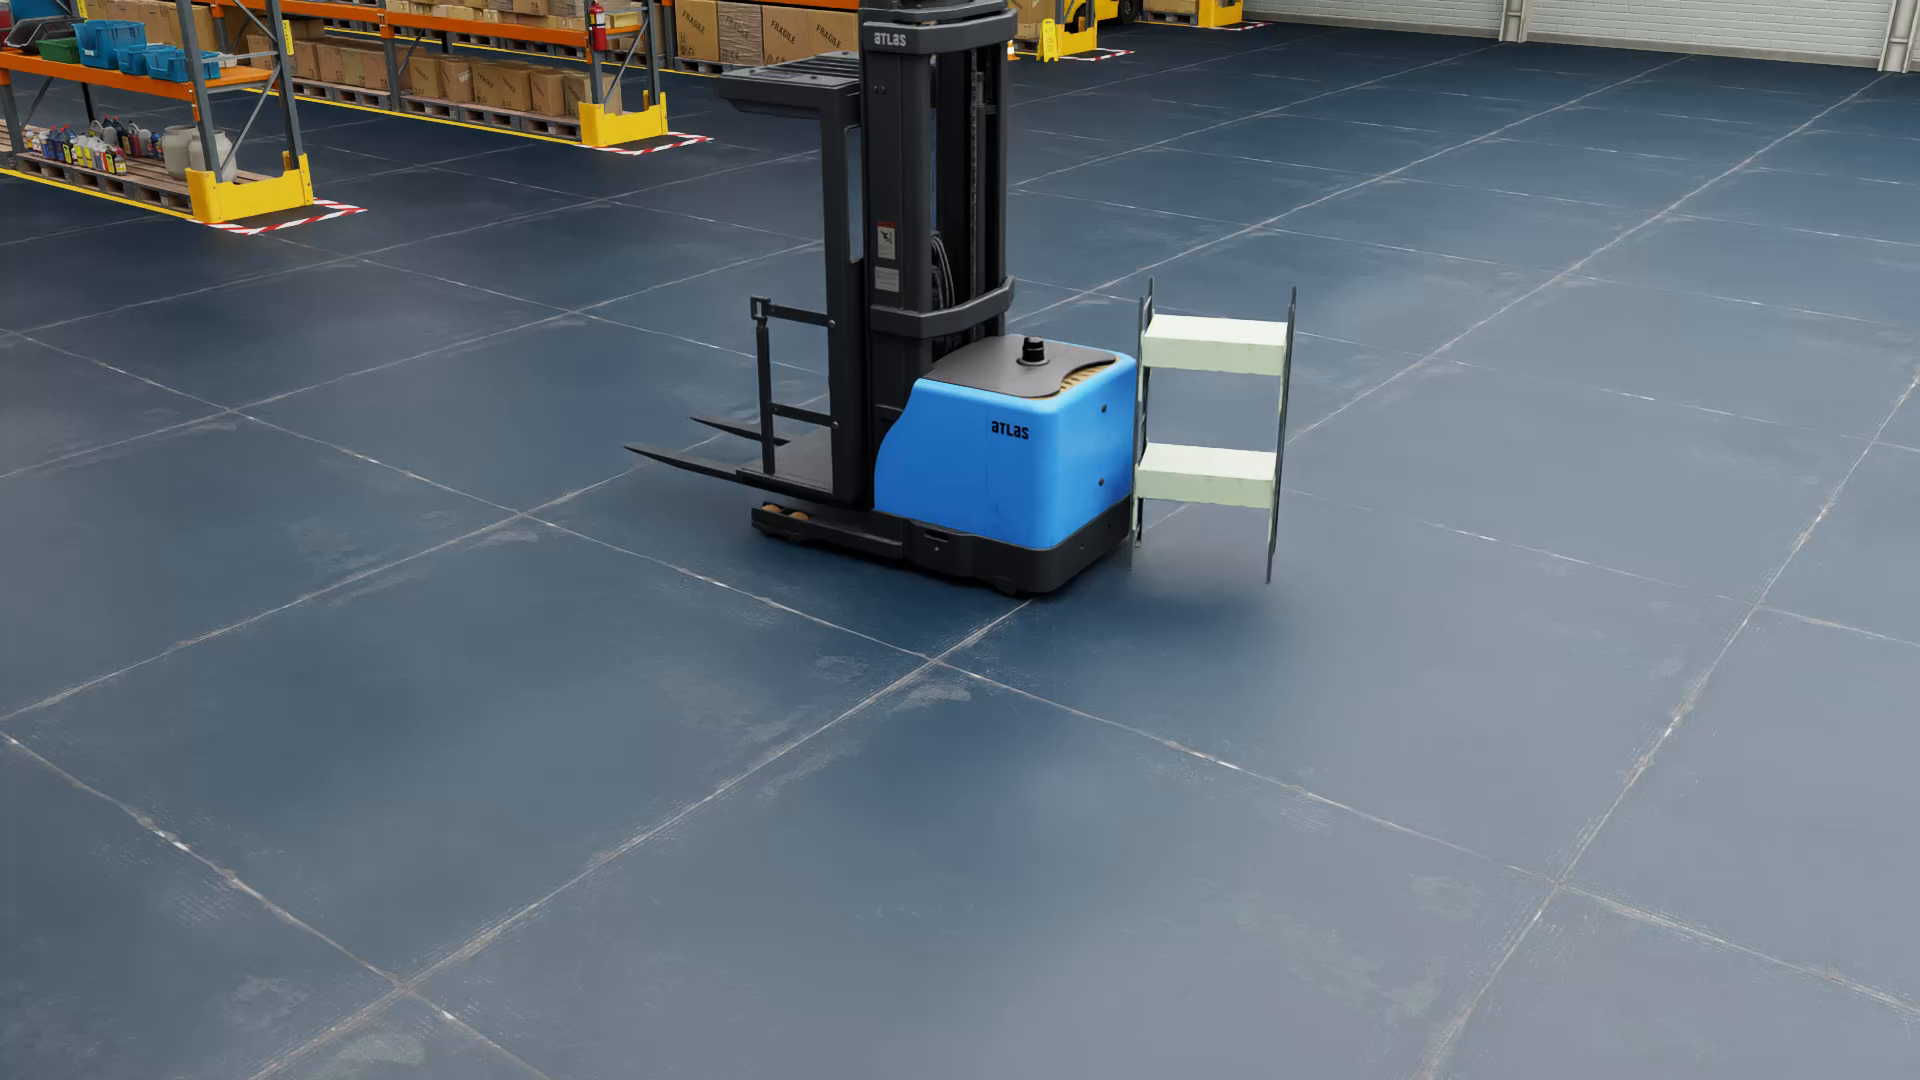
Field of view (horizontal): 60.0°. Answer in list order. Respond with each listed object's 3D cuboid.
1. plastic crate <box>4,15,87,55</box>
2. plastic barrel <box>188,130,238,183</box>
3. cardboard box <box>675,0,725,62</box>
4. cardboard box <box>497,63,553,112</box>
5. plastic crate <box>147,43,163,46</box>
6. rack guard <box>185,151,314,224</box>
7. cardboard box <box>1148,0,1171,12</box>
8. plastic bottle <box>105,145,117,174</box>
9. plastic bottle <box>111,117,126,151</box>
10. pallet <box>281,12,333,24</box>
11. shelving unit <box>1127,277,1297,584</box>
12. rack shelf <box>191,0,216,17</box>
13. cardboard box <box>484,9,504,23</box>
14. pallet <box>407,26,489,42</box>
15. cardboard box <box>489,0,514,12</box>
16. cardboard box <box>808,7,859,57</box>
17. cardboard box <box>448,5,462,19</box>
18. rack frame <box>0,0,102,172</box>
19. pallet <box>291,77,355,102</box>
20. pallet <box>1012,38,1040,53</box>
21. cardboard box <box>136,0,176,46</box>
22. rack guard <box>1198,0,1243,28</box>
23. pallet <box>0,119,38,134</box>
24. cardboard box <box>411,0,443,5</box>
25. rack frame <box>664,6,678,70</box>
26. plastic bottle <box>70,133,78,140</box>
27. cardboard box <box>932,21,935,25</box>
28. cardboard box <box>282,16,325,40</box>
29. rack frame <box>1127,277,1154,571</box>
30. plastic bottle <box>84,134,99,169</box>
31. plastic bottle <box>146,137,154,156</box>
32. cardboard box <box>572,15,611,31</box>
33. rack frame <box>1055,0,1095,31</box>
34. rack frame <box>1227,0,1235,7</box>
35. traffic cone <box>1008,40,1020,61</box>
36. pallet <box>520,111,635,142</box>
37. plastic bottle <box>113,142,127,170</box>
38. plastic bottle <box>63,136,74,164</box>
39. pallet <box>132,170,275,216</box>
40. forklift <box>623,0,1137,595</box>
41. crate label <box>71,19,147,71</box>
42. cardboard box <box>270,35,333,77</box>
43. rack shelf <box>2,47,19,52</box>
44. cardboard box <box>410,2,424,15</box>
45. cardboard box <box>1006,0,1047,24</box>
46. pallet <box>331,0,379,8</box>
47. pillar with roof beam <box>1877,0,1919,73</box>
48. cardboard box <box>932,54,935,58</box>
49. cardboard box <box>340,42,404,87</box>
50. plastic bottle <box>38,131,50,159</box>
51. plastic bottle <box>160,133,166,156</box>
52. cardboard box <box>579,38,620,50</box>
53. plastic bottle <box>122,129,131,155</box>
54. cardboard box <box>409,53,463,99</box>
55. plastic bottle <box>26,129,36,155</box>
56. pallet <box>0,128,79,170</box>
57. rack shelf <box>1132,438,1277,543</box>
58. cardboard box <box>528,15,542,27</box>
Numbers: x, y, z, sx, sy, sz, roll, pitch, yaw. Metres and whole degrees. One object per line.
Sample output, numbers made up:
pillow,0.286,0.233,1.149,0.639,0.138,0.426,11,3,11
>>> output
plastic crate,-9.878,-5.459,17.996,0.504,0.338,0.767,17,29,33
plastic barrel,-7.592,-3.876,16.891,0.421,0.512,0.421,0,24,0
cardboard box,-3.733,-7.874,25.515,0.875,0.875,0.875,17,29,34
cardboard box,-5.527,-5.781,21.230,0.500,0.500,0.500,20,31,38
plastic crate,-8.769,-5.223,17.711,0.437,0.136,0.530,17,29,33
rack guard,-7.108,-3.547,16.680,0.348,0.500,1.175,17,29,33
cardboard box,3.911,-10.154,31.465,0.500,0.250,0.500,17,29,33
plastic bottle,-8.856,-3.971,17.365,0.133,0.283,0.061,18,29,35
plastic bottle,-9.378,-4.535,18.561,0.185,0.351,0.144,15,28,31
pallet,-12.135,-9.933,31.532,1.213,0.211,1.003,17,29,33
shelving unit,1.306,-0.567,8.678,0.755,1.500,0.431,5,24,12
rack shelf,-12.051,-8.374,25.429,4.000,0.370,1.077,17,29,33
cardboard box,-5.664,-6.502,20.598,0.250,0.149,0.380,17,29,33
pallet,-8.991,-9.004,29.425,1.213,0.211,1.003,17,29,33
cardboard box,-5.319,-6.826,20.530,0.500,0.500,0.875,17,29,33
cardboard box,-1.576,-7.224,24.039,0.875,0.875,0.875,17,29,34
cardboard box,-6.243,-6.694,21.035,0.250,0.149,0.380,17,29,33
rack frame,-10.220,-5.655,18.364,0.127,3.000,1.000,17,29,33
pallet,-8.854,-6.459,23.648,1.213,0.211,1.003,17,29,33
pallet,1.205,-8.433,28.128,1.213,0.211,1.003,17,29,33
cardboard box,-11.699,-7.832,25.419,0.875,0.875,1.225,17,29,33
rack guard,4.888,-9.935,31.180,0.348,0.500,1.175,17,29,33
pallet,-11.852,-4.851,19.998,1.213,0.211,1.003,17,29,33
cardboard box,-6.548,-7.174,21.318,0.500,0.500,0.875,17,29,33
rack frame,-4.194,-8.829,25.567,0.127,3.000,1.000,17,29,33
plastic bottle,-9.635,-4.282,18.087,0.097,0.271,0.097,0,24,0
cardboard box,-0.136,-8.901,28.622,0.500,0.250,0.500,16,29,33
cardboard box,-9.466,-7.343,23.821,0.500,0.250,0.500,21,31,39
rack frame,0.950,-0.601,8.755,0.023,1.500,0.400,5,24,12
plastic bottle,-9.183,-4.121,17.623,0.185,0.351,0.144,18,30,35
plastic bottle,-8.881,-4.328,18.277,0.097,0.201,0.097,0,24,0
cardboard box,-4.401,-6.173,19.851,0.250,0.149,0.380,17,29,33
rack frame,1.895,-9.483,27.052,0.127,3.000,1.000,17,29,33
rack frame,4.869,-11.085,30.689,0.127,3.000,1.000,17,29,33
traffic cone,0.777,-8.010,26.855,0.334,0.463,0.336,17,29,33
pallet,-4.739,-5.236,20.871,1.213,0.211,1.003,17,29,33
plastic bottle,-8.874,-4.053,17.551,0.133,0.283,0.061,17,29,33
plastic bottle,-9.565,-4.185,17.851,0.133,0.283,0.061,18,30,36
pallet,-7.755,-3.613,17.188,1.213,0.211,1.003,17,29,33
forklift,-0.566,-1.493,9.003,3.031,2.935,1.130,14,28,29
crate label,-8.654,-5.061,16.973,0.616,0.435,0.502,17,29,33
cardboard box,-9.451,-6.992,23.953,0.500,0.500,0.700,14,27,29
rack shelf,-11.821,-5.809,19.607,4.000,0.370,1.077,17,29,33
cardboard box,-6.849,-6.873,21.439,0.250,0.149,0.380,17,29,33
cardboard box,1.097,-8.869,27.619,0.500,0.500,0.500,17,29,34
pallet,-7.774,-7.397,22.555,1.213,0.211,1.003,17,29,33
pillar with roof beam,11.872,-9.999,20.783,0.400,9.000,9.100,17,29,33
cardboard box,-0.365,-7.843,26.867,0.380,0.149,0.250,-10,26,-21
cardboard box,-8.098,-6.587,23.034,0.500,0.500,0.700,17,29,33
plastic bottle,-9.953,-4.322,18.171,0.135,0.276,0.152,18,30,35
plastic bottle,-8.638,-4.286,18.096,0.097,0.271,0.097,0,24,0
cardboard box,-5.514,-8.347,26.743,0.750,0.750,1.050,17,29,33
plastic bottle,-9.161,-4.386,18.309,0.133,0.283,0.061,17,29,33
cardboard box,-6.954,-6.191,22.161,0.500,0.500,0.500,16,28,32
plastic bottle,-10.228,-4.389,18.329,0.097,0.271,0.097,0,24,0
pallet,-10.872,-4.556,19.329,1.213,0.211,1.003,17,29,33
rack shelf,1.306,-0.269,8.809,0.720,0.370,0.431,5,24,12
cardboard box,-5.022,-6.343,20.237,0.250,0.149,0.380,17,29,33
